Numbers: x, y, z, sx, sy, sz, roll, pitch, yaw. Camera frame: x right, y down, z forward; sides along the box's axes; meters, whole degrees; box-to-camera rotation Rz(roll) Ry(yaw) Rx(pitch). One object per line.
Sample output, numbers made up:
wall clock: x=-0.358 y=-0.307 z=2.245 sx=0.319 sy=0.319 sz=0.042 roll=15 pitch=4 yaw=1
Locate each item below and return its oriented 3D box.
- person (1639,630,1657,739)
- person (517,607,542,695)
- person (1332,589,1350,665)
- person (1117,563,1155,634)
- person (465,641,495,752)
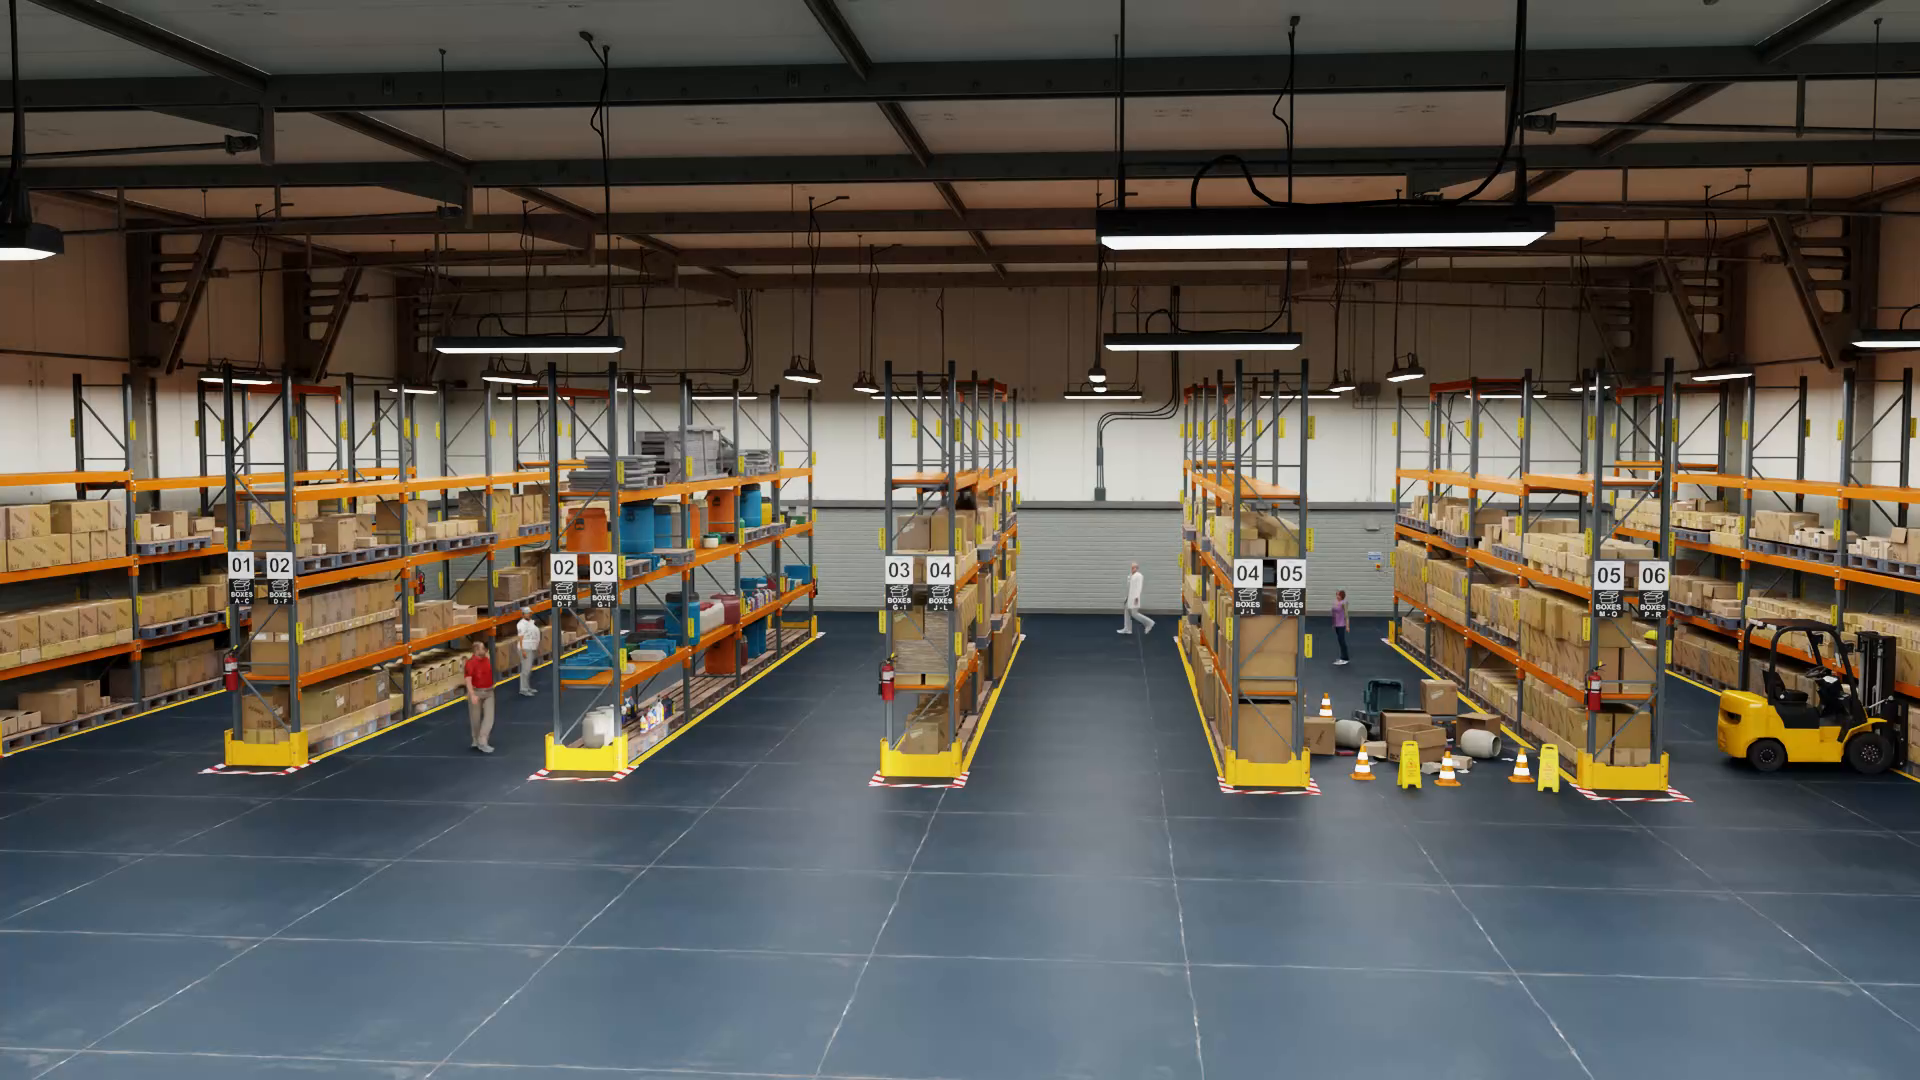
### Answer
person: x=11.183 y=2.350 z=27.023 sx=0.464 sy=1.768 sz=0.637 roll=3 pitch=5 yaw=41
person: x=-8.176 y=2.118 z=31.616 sx=0.433 sy=1.704 sz=0.501 roll=0 pitch=4 yaw=2
person: x=8.153 y=1.857 z=35.673 sx=0.352 sy=1.602 sz=0.455 roll=0 pitch=4 yaw=0
person: x=4.312 y=1.428 z=40.761 sx=0.906 sy=1.757 sz=0.591 roll=0 pitch=4 yaw=0
person: x=-7.526 y=2.454 z=26.027 sx=0.526 sy=1.724 sz=0.712 roll=-3 pitch=5 yaw=-39
